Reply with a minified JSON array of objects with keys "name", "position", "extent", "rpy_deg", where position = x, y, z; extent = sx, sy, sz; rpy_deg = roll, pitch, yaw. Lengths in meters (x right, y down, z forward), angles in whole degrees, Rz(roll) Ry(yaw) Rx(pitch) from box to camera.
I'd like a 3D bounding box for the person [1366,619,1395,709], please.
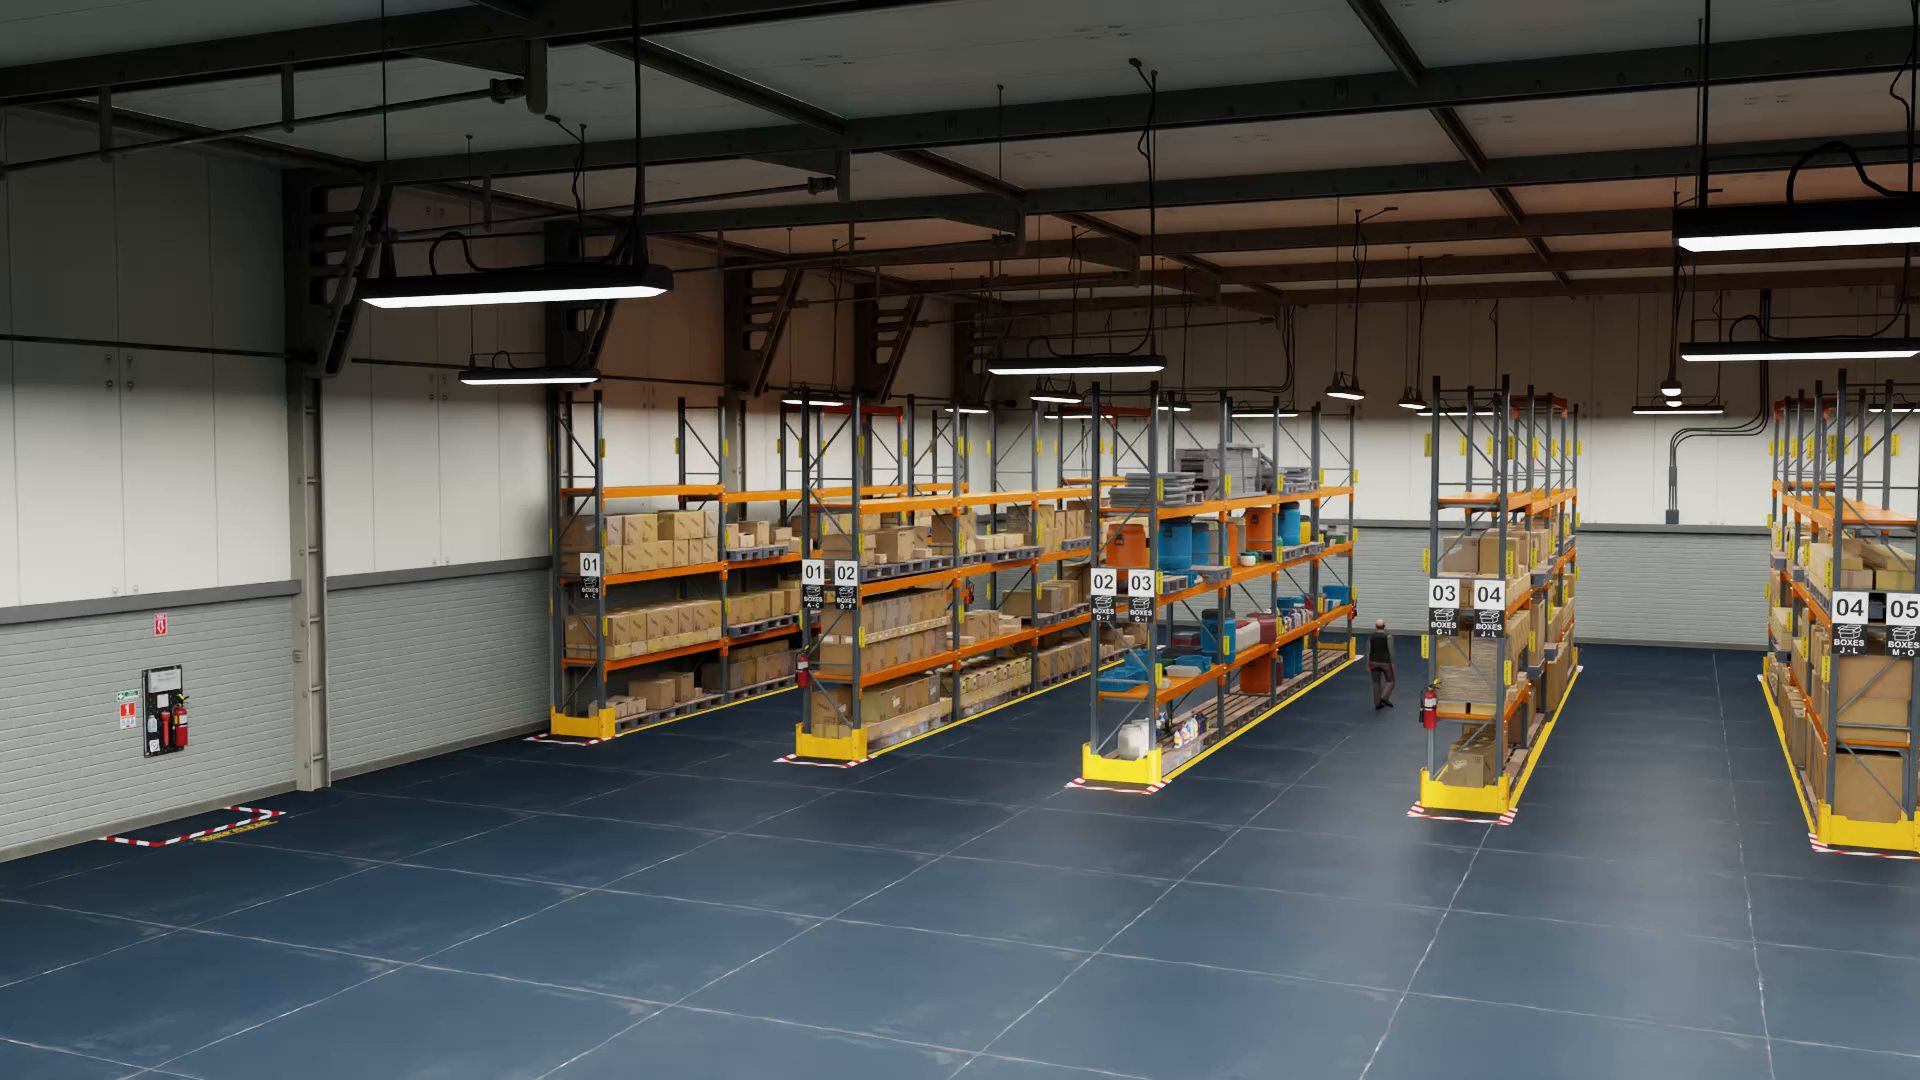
[{"name":"person","position":[8.055,2.385,31.871],"extent":[0.571,1.722,0.506],"rpy_deg":[2,4,28]}]
